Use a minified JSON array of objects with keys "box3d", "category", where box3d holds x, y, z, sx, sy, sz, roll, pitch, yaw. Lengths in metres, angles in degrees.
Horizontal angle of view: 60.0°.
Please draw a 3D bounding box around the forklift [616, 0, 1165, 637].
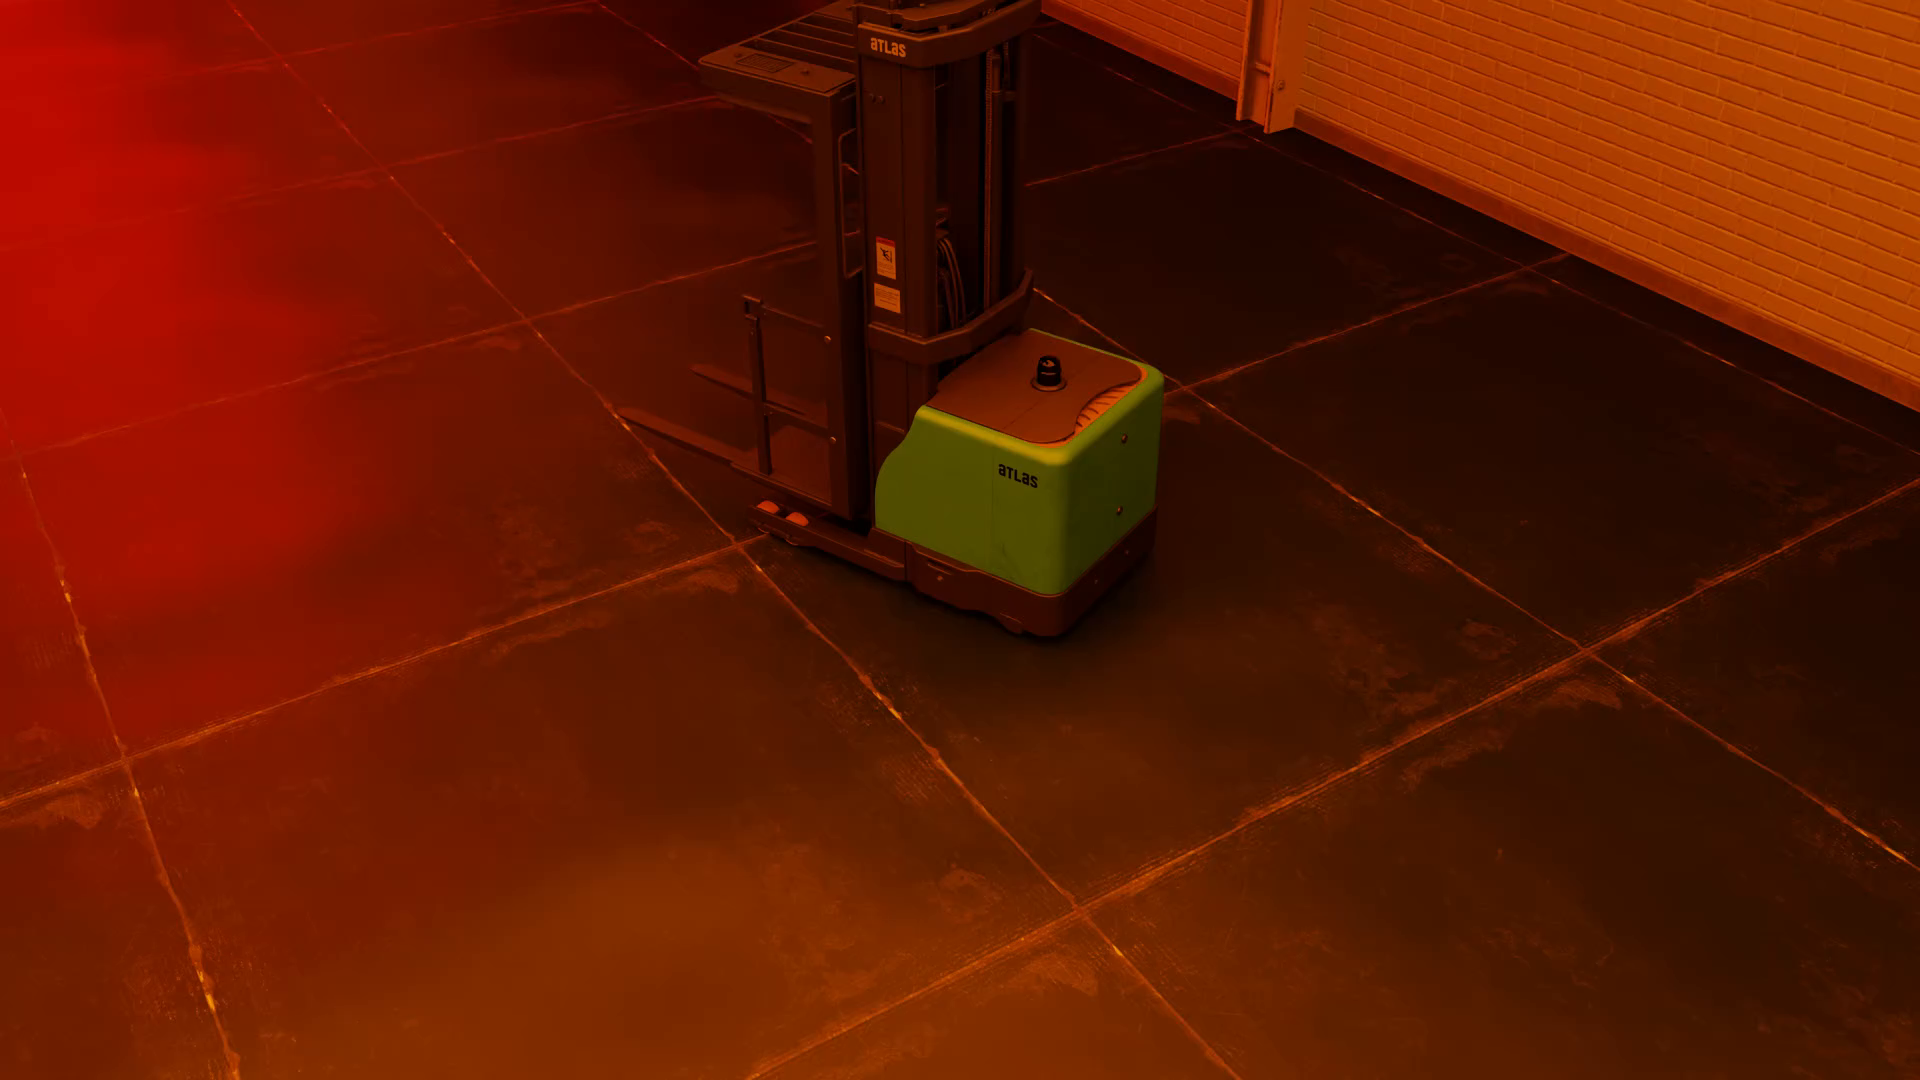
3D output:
[{"box3d":[-0.500,-1.399,8.138,3.031,2.935,1.130,22,41,28],"category":"forklift"}]
